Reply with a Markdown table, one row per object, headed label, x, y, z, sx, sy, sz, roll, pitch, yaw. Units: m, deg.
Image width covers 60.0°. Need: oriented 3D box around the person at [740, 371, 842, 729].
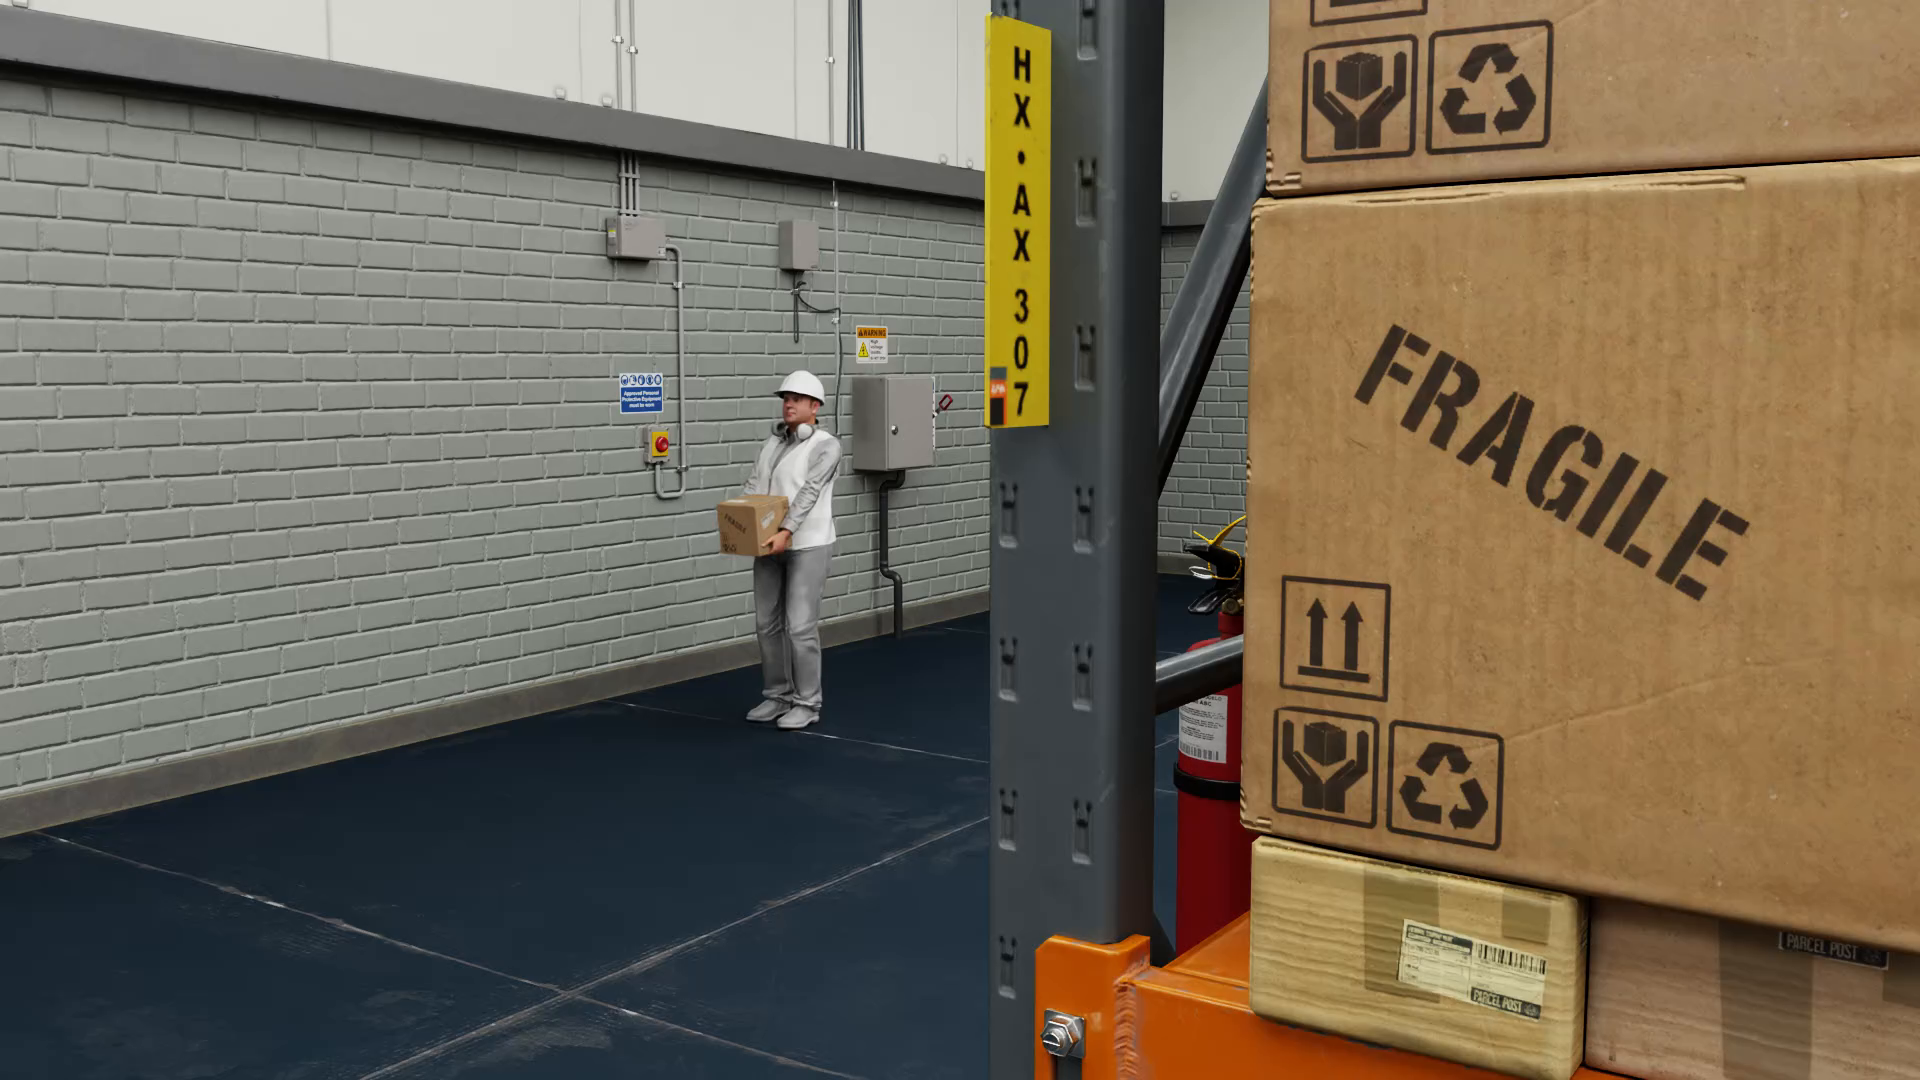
| label | x | y | z | sx | sy | sz | roll | pitch | yaw |
| --- | --- | --- | --- | --- | --- | --- | --- | --- | --- |
| person | -0.881 | 0.046 | 8.264 | 0.494 | 1.764 | 0.556 | 4 | 8 | 35 |
